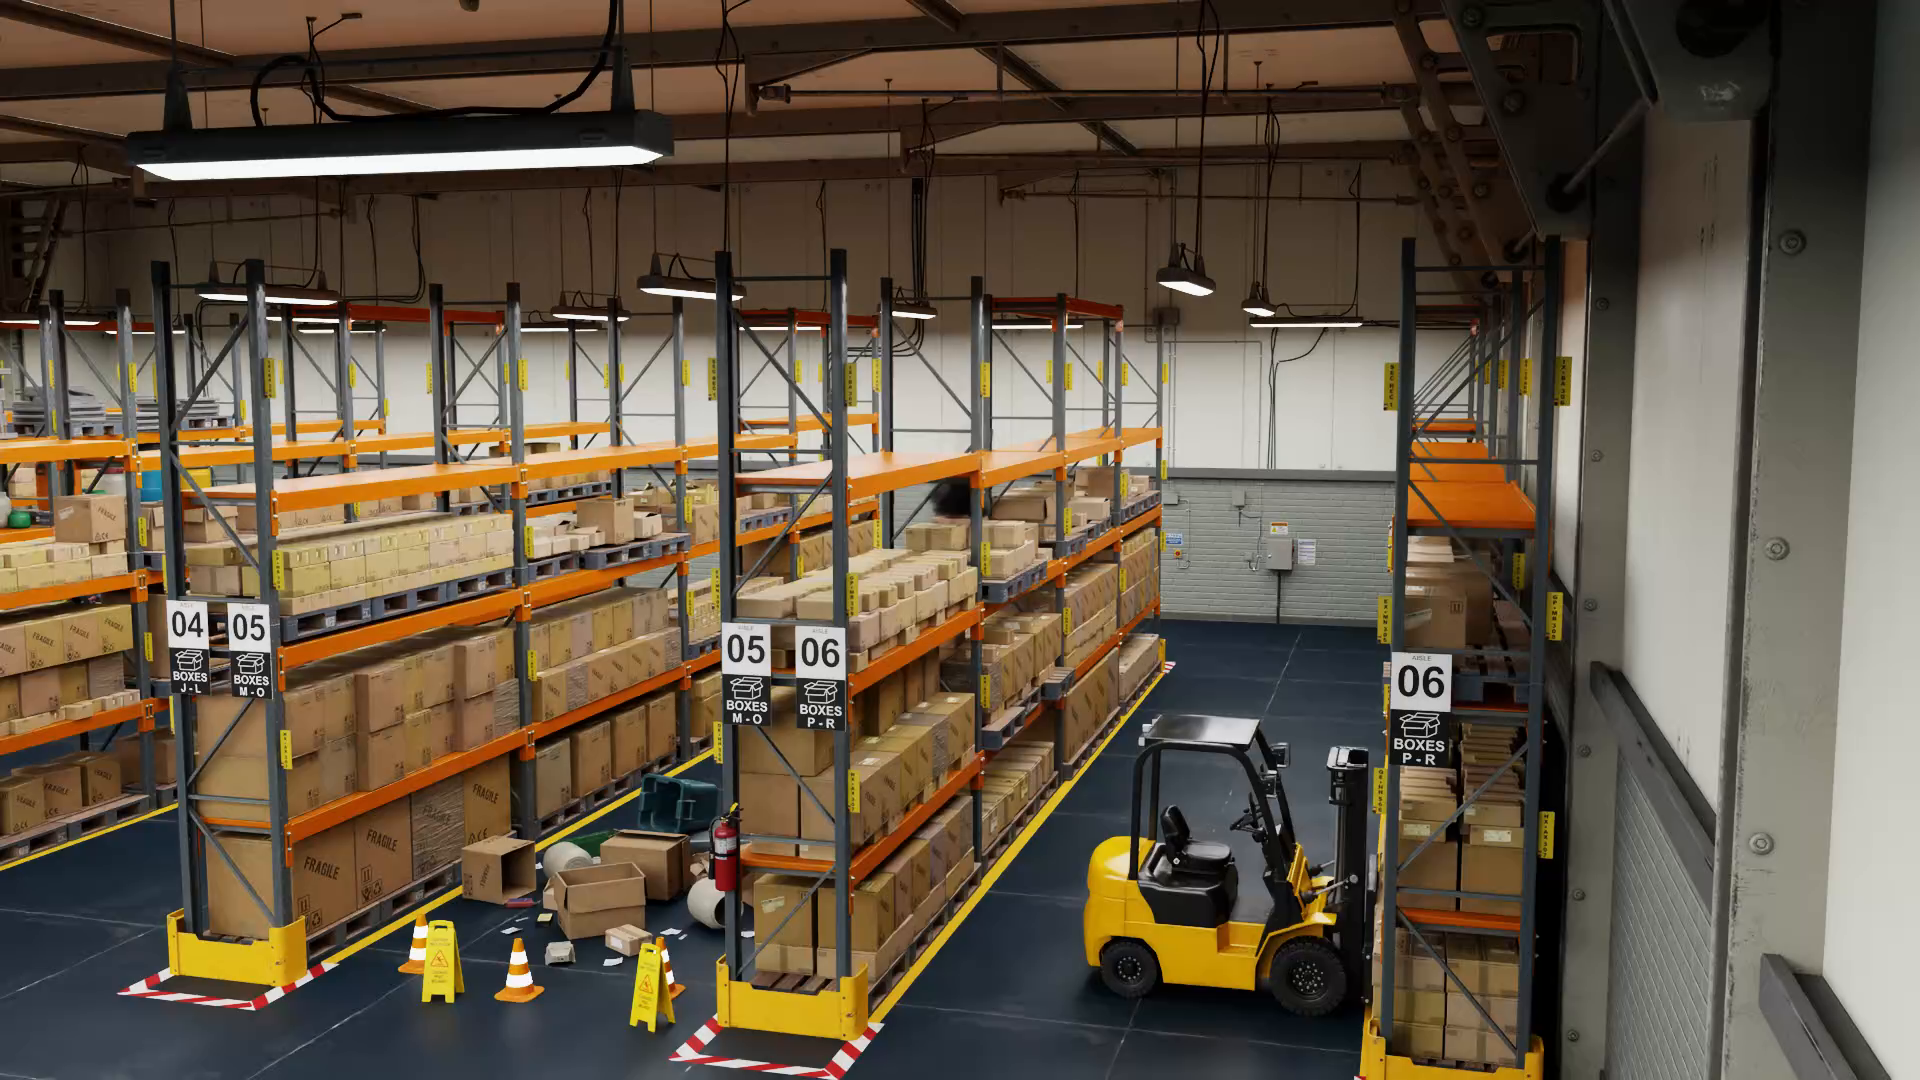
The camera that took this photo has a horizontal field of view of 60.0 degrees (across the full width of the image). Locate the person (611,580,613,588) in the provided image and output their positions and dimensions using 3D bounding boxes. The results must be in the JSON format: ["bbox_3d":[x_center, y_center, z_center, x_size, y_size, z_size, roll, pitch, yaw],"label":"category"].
[{"bbox_3d":[-5.693,1.433,27.782,0.571,1.618,0.584,1,6,11],"label":"person"}]
